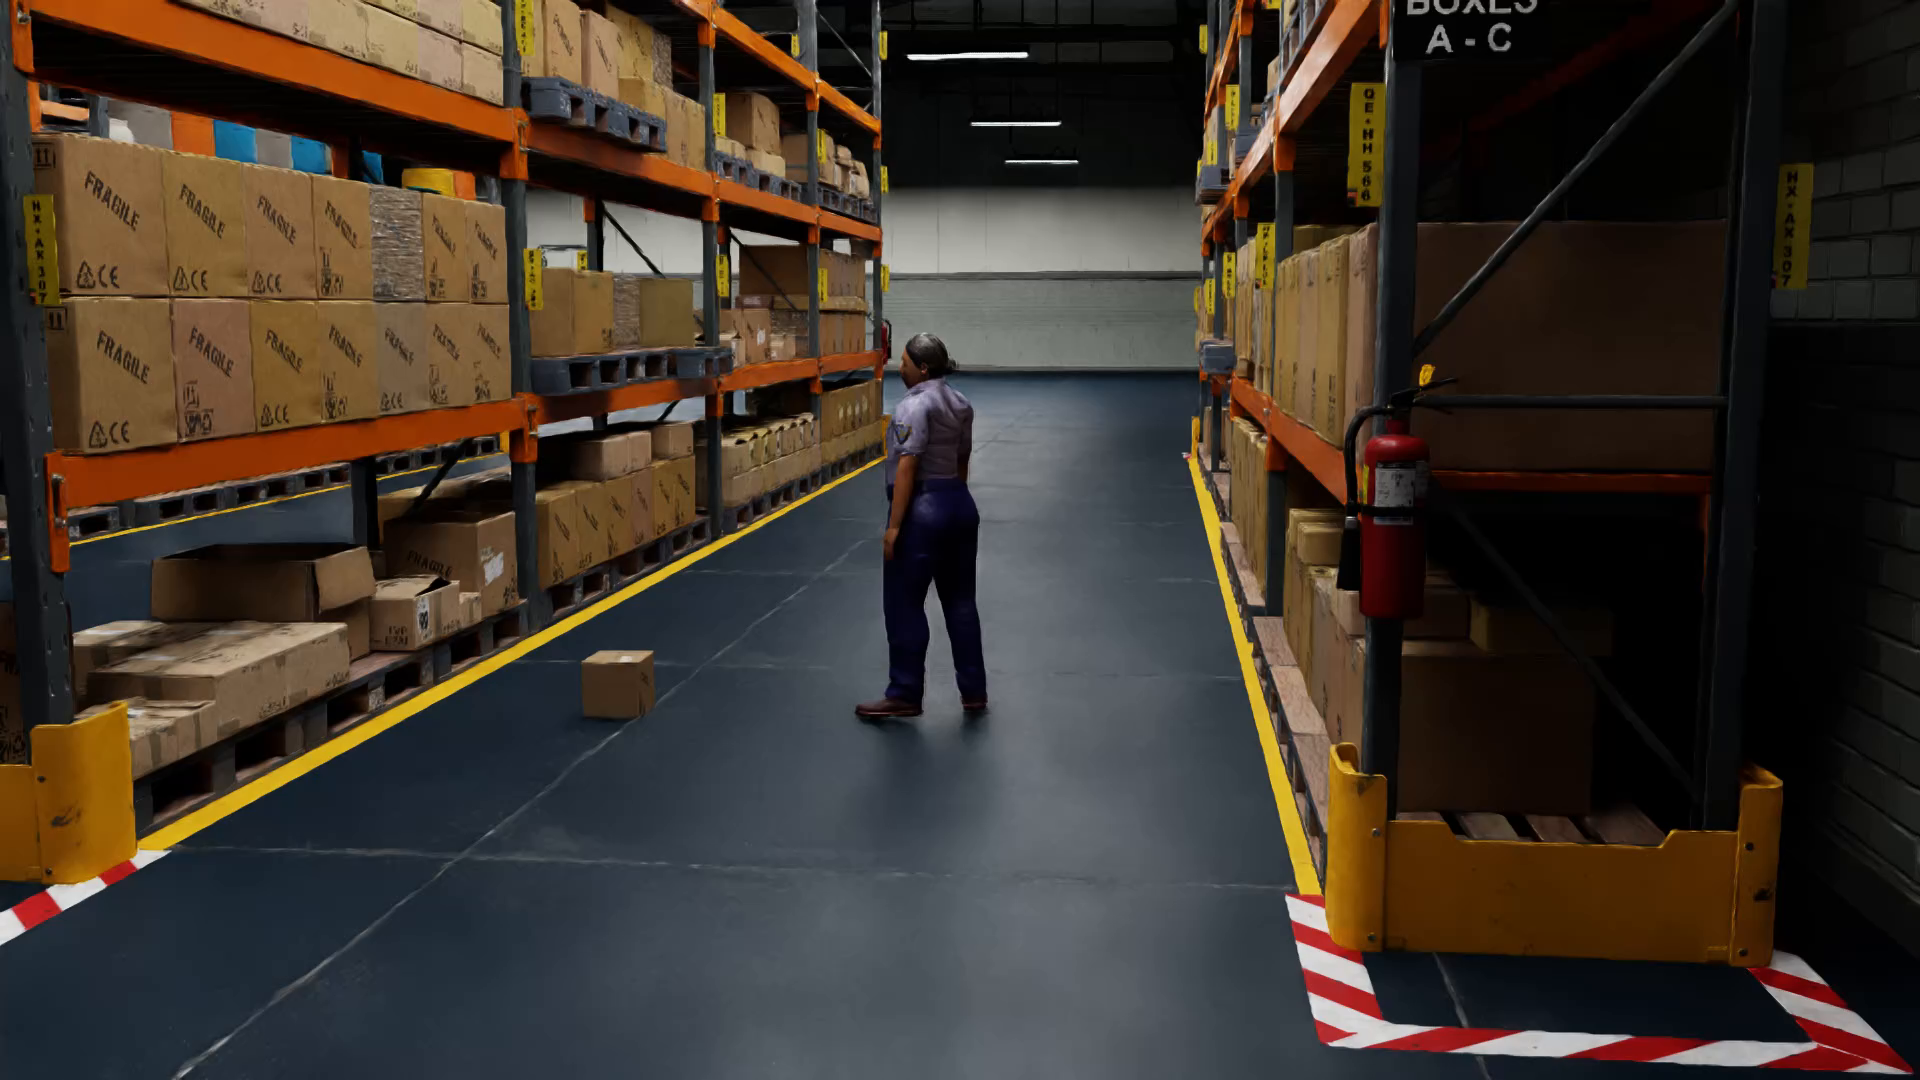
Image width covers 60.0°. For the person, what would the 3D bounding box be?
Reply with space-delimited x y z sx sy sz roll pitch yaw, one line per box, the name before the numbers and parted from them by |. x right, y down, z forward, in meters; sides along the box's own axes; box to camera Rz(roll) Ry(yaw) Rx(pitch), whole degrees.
person | -0.125 -0.061 7.211 0.404 1.647 0.624 6 10 39
